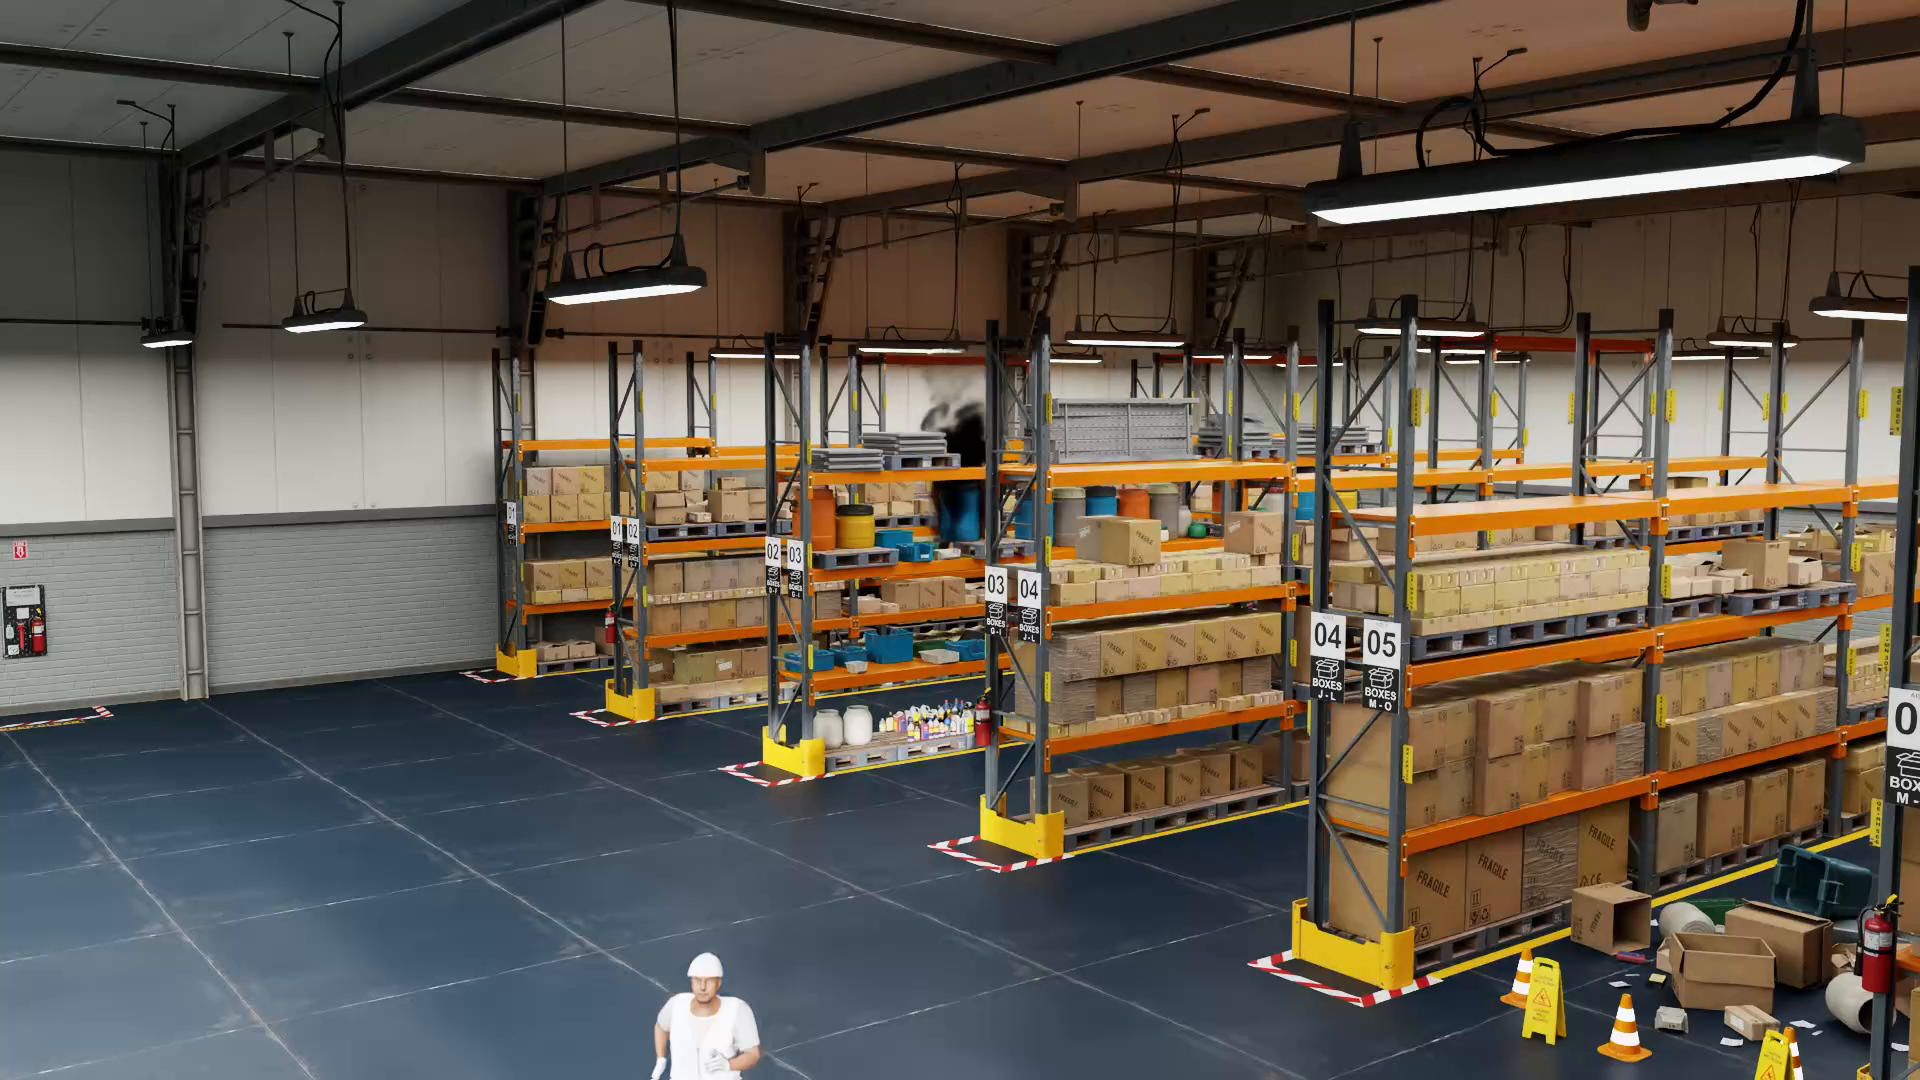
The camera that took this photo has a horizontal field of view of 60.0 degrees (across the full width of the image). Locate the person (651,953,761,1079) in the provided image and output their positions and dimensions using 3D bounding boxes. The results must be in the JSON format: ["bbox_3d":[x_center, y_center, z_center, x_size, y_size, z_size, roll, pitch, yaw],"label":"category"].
[{"bbox_3d":[-1.529,3.384,10.008,0.672,1.830,0.853,0,5,-3],"label":"person"}]
